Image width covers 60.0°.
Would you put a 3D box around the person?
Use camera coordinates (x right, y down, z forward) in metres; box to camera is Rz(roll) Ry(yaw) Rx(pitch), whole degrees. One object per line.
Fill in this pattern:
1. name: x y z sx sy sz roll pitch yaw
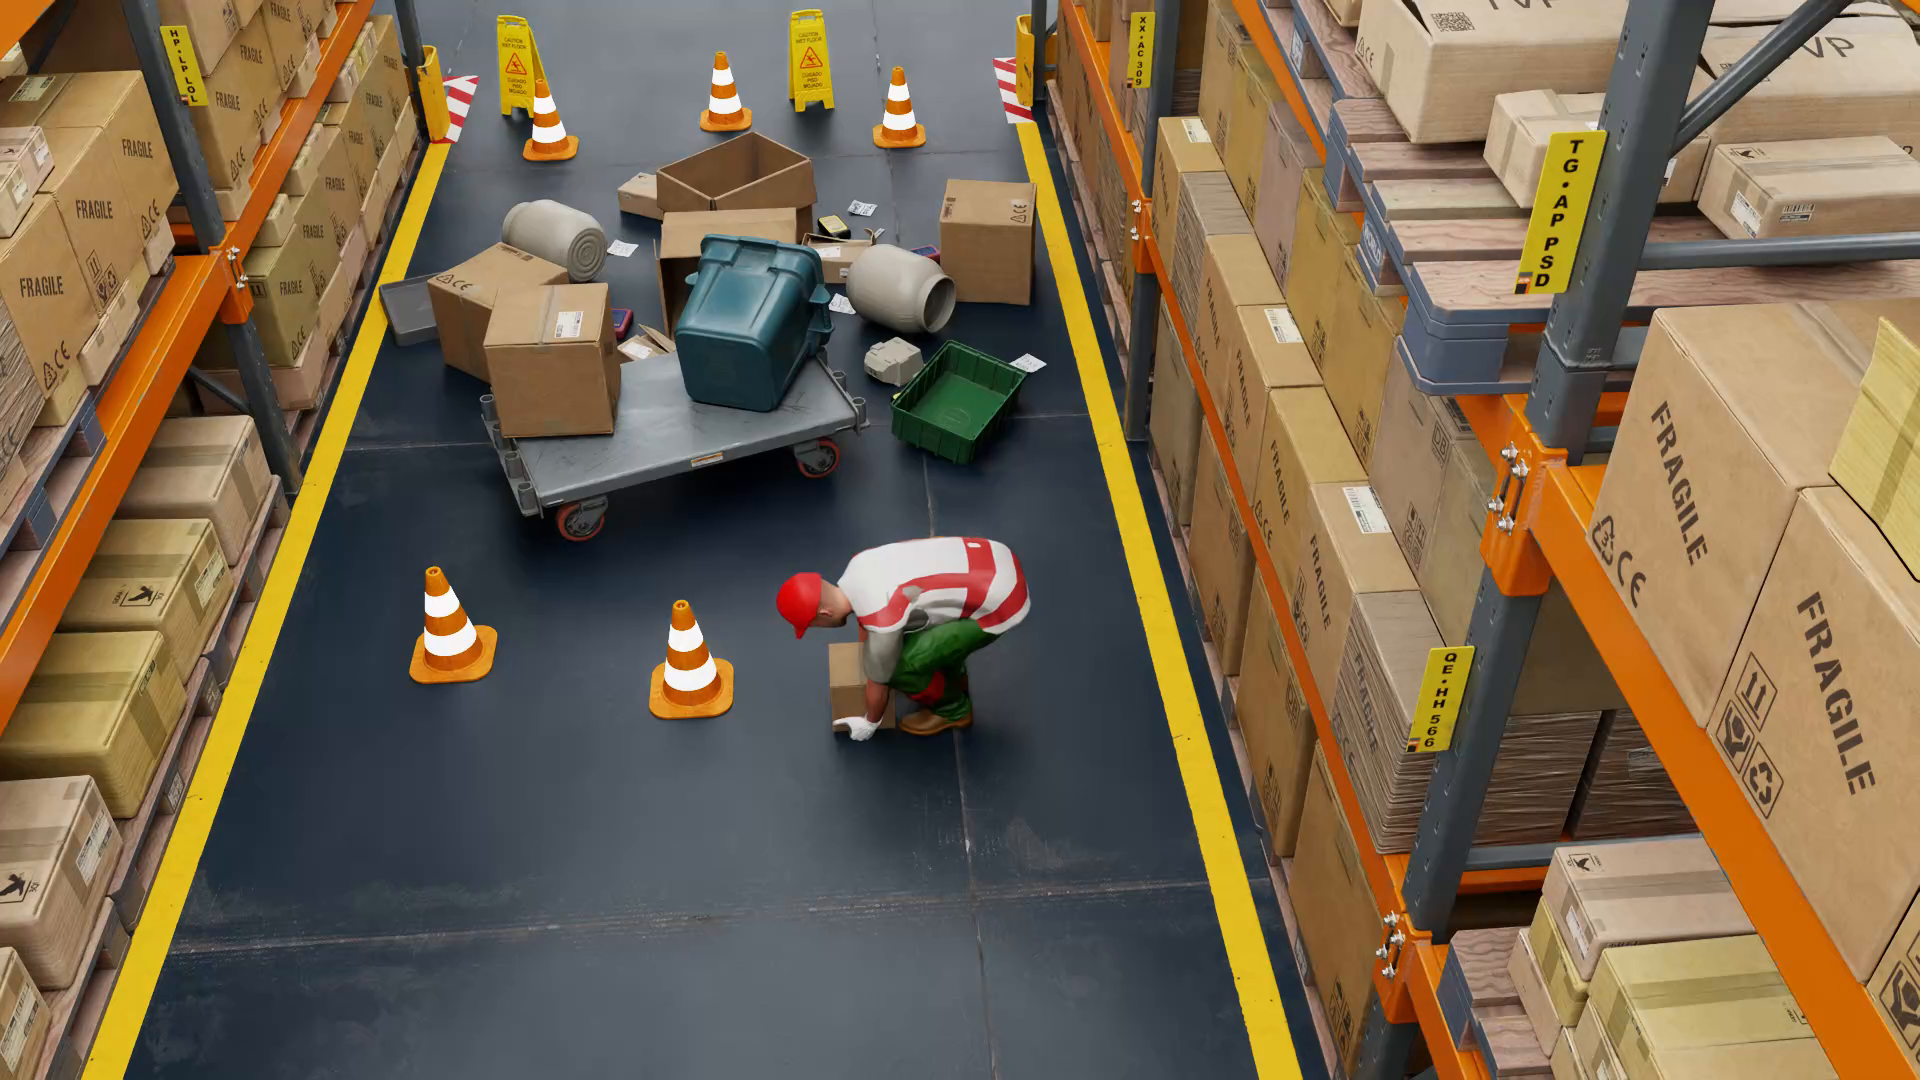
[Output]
1. person: -0.215 0.381 6.472 0.962 0.826 0.515 -4 39 -5
